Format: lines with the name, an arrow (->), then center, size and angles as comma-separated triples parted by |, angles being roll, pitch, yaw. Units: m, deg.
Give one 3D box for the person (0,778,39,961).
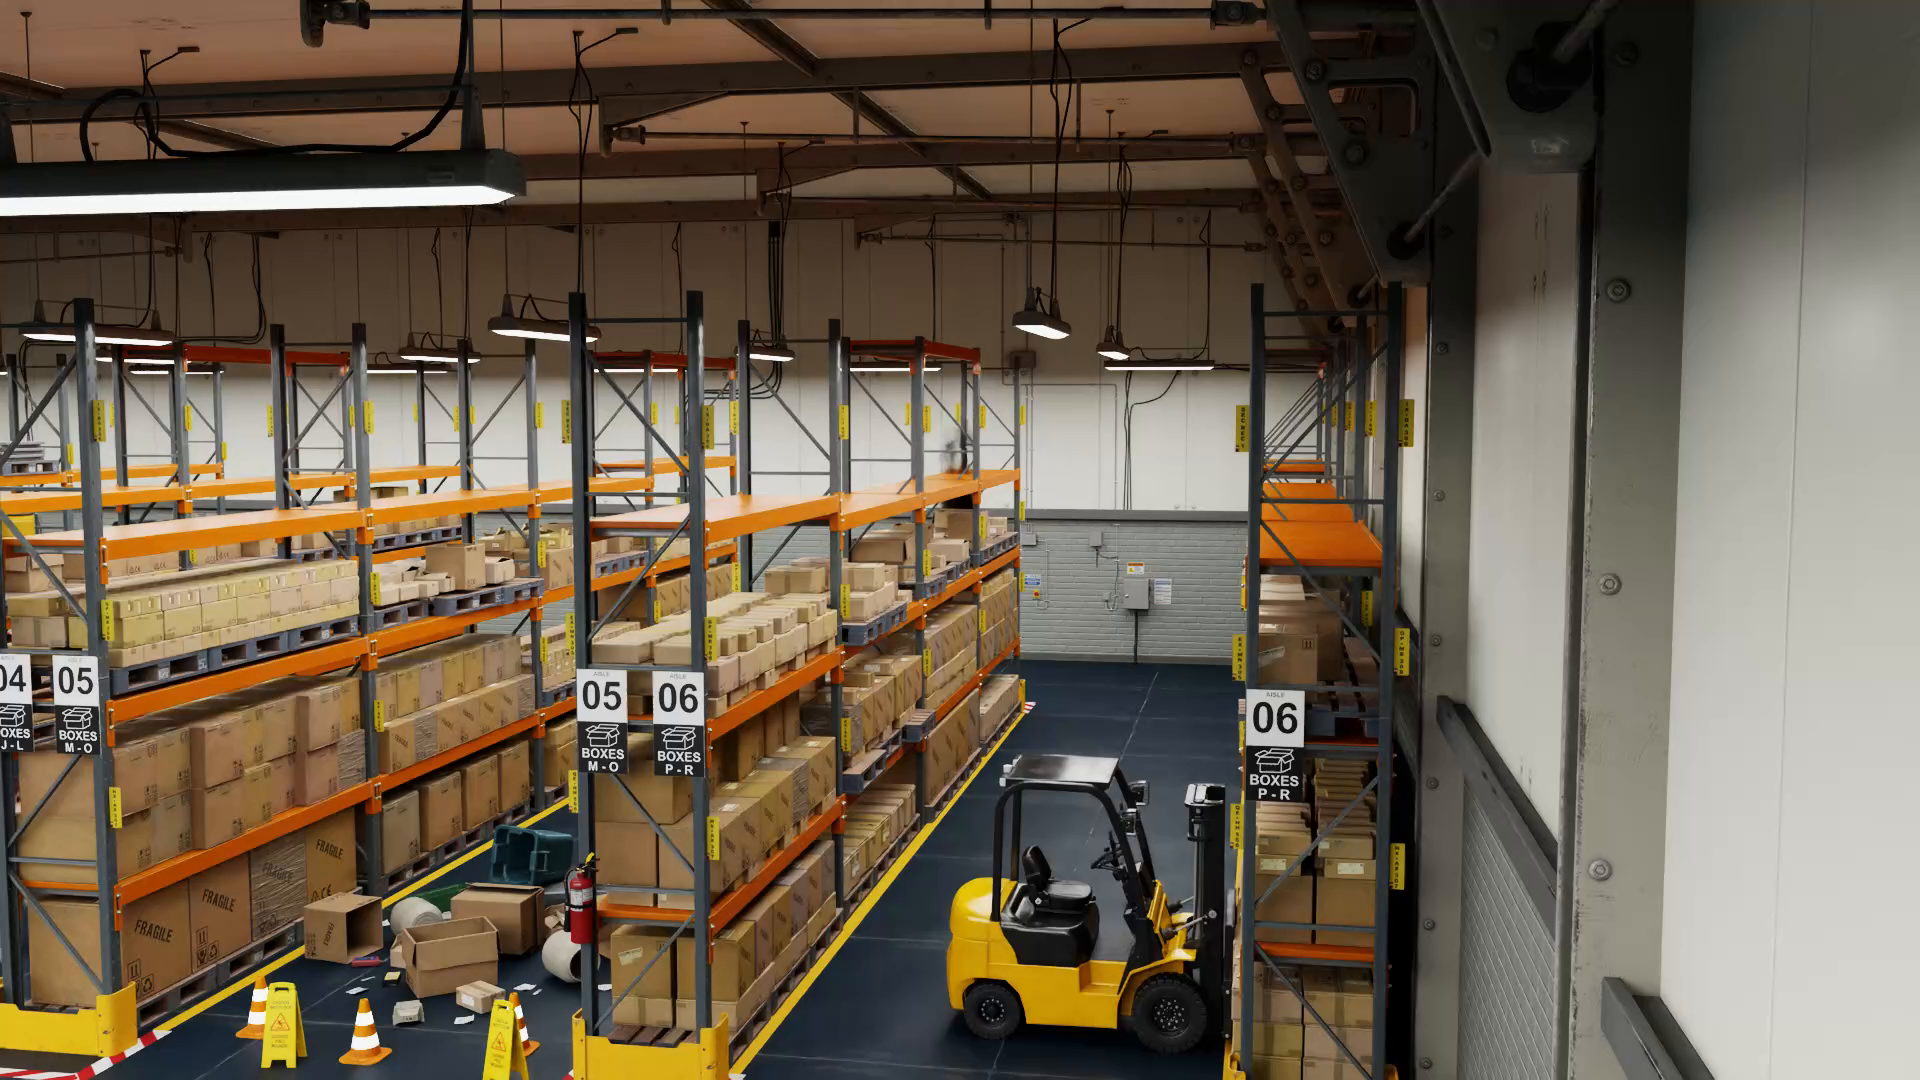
person -> -8.873, 3.079, 15.674 | 0.559, 1.682, 0.839 | 0, 5, 1
